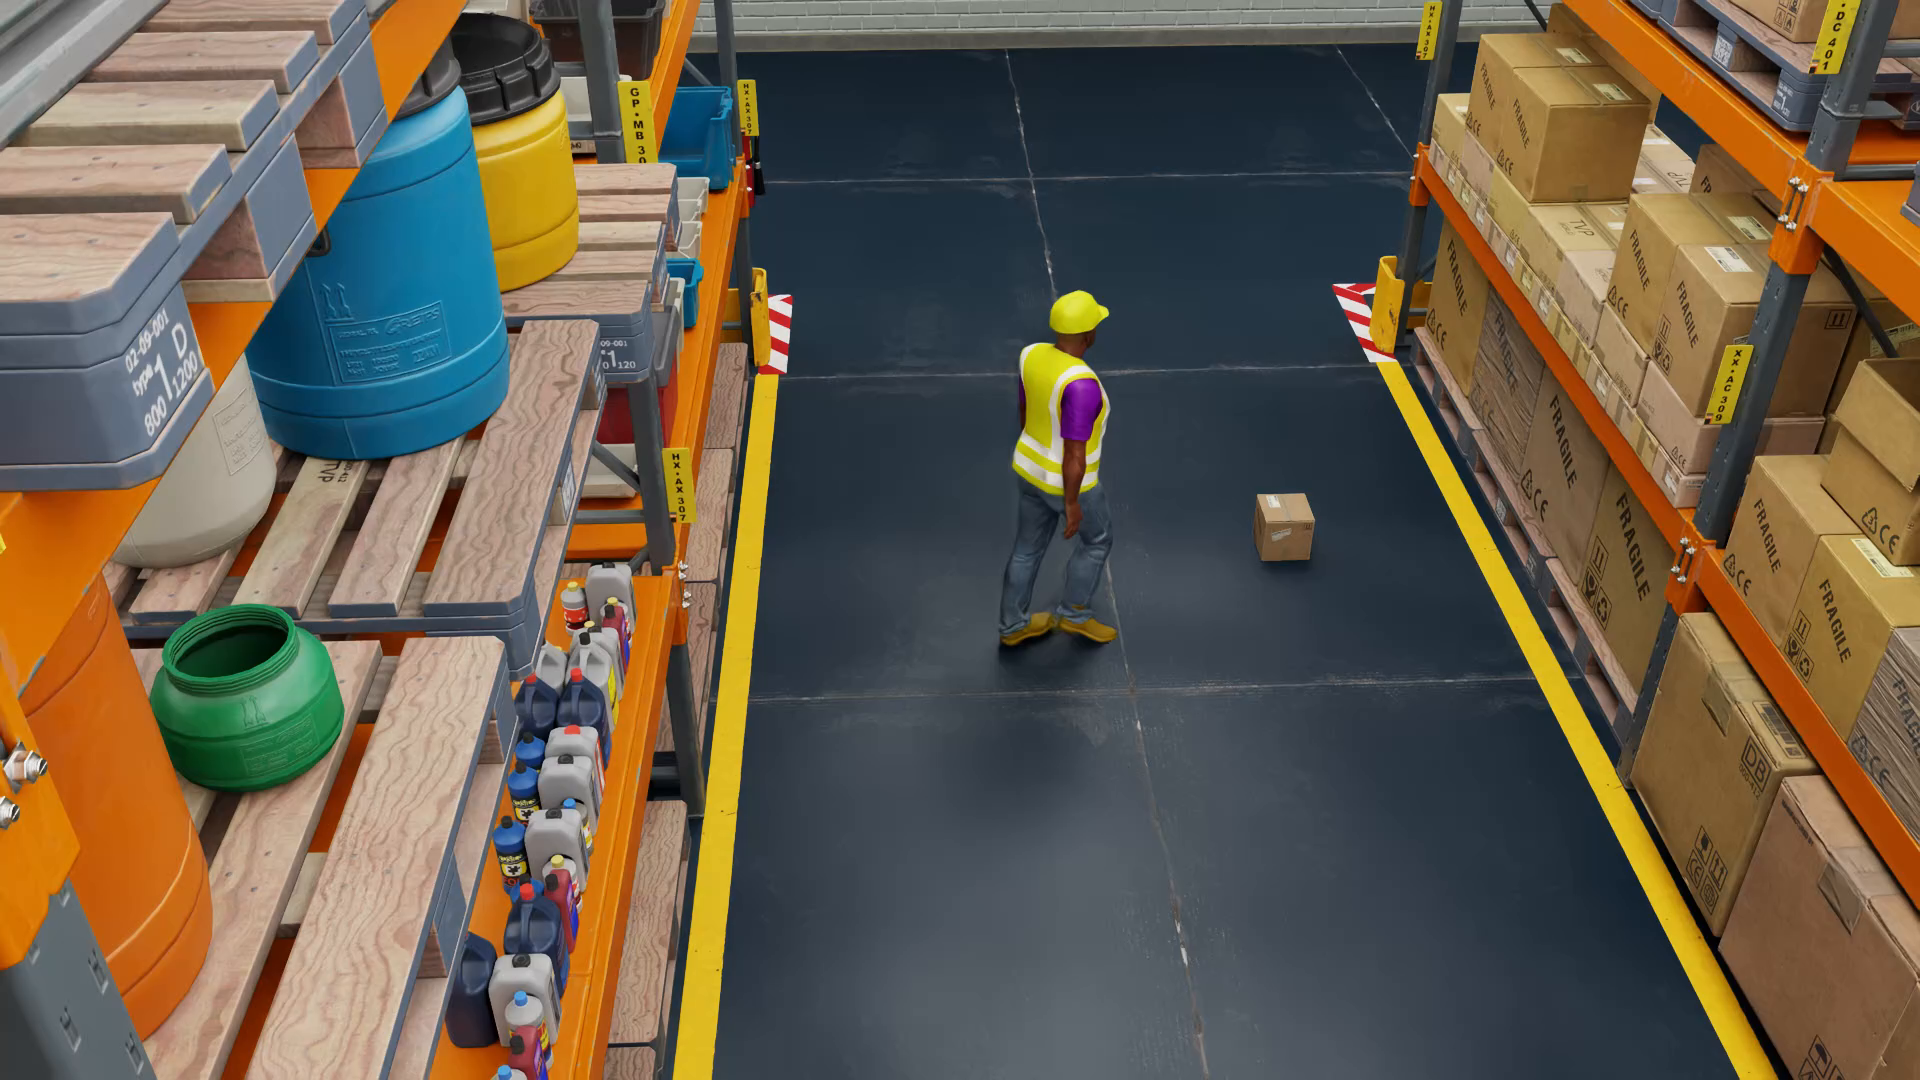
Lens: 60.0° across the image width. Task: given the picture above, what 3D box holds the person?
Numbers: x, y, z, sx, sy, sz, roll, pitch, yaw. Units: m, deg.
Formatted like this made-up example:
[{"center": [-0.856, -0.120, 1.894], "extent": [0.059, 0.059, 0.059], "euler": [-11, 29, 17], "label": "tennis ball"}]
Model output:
[{"center": [0.419, -0.323, 7.547], "extent": [0.566, 1.670, 0.602], "euler": [-22, 41, -28], "label": "person"}]
